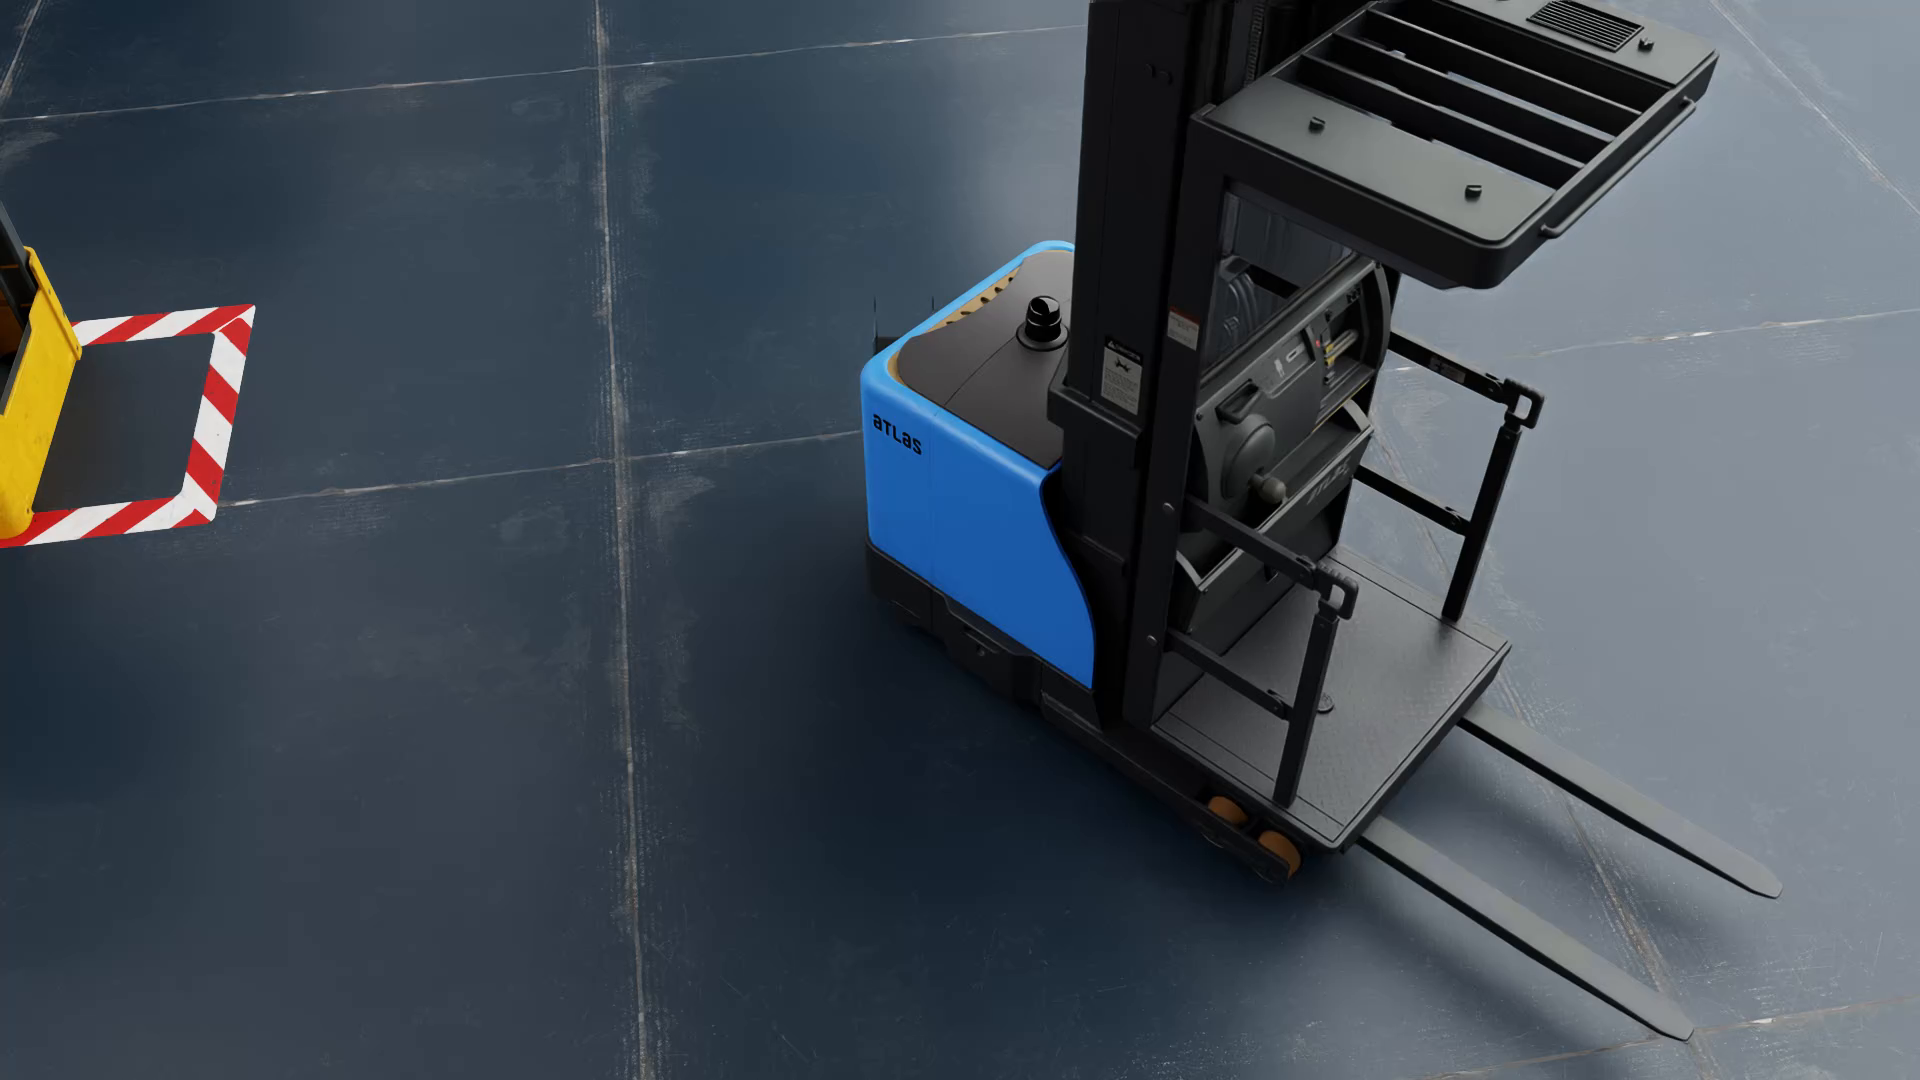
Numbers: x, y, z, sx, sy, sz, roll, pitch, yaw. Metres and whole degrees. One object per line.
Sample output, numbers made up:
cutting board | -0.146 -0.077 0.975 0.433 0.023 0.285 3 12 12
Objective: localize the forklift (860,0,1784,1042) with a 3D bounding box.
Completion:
forklift | 1.100 -0.377 4.578 3.031 2.935 1.130 33 54 27

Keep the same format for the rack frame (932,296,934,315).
rack frame | -0.094 -0.456 6.065 0.006 0.900 0.240 -1 46 -1

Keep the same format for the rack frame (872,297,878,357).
rack frame | -0.297 -0.454 6.062 0.006 0.900 0.240 -1 46 -1

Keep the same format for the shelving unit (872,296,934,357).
shelving unit | -0.195 -0.455 6.064 0.210 0.900 0.258 -1 46 -1

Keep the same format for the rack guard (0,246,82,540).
rack guard | -3.786 -0.580 6.462 0.348 0.500 1.175 -7 46 -7

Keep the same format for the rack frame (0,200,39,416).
rack frame | -3.719 -1.490 5.603 0.127 3.000 1.000 -7 46 -7

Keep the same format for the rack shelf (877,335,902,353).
rack shelf | -0.195 -0.619 5.893 0.200 0.077 0.258 -1 46 -1
